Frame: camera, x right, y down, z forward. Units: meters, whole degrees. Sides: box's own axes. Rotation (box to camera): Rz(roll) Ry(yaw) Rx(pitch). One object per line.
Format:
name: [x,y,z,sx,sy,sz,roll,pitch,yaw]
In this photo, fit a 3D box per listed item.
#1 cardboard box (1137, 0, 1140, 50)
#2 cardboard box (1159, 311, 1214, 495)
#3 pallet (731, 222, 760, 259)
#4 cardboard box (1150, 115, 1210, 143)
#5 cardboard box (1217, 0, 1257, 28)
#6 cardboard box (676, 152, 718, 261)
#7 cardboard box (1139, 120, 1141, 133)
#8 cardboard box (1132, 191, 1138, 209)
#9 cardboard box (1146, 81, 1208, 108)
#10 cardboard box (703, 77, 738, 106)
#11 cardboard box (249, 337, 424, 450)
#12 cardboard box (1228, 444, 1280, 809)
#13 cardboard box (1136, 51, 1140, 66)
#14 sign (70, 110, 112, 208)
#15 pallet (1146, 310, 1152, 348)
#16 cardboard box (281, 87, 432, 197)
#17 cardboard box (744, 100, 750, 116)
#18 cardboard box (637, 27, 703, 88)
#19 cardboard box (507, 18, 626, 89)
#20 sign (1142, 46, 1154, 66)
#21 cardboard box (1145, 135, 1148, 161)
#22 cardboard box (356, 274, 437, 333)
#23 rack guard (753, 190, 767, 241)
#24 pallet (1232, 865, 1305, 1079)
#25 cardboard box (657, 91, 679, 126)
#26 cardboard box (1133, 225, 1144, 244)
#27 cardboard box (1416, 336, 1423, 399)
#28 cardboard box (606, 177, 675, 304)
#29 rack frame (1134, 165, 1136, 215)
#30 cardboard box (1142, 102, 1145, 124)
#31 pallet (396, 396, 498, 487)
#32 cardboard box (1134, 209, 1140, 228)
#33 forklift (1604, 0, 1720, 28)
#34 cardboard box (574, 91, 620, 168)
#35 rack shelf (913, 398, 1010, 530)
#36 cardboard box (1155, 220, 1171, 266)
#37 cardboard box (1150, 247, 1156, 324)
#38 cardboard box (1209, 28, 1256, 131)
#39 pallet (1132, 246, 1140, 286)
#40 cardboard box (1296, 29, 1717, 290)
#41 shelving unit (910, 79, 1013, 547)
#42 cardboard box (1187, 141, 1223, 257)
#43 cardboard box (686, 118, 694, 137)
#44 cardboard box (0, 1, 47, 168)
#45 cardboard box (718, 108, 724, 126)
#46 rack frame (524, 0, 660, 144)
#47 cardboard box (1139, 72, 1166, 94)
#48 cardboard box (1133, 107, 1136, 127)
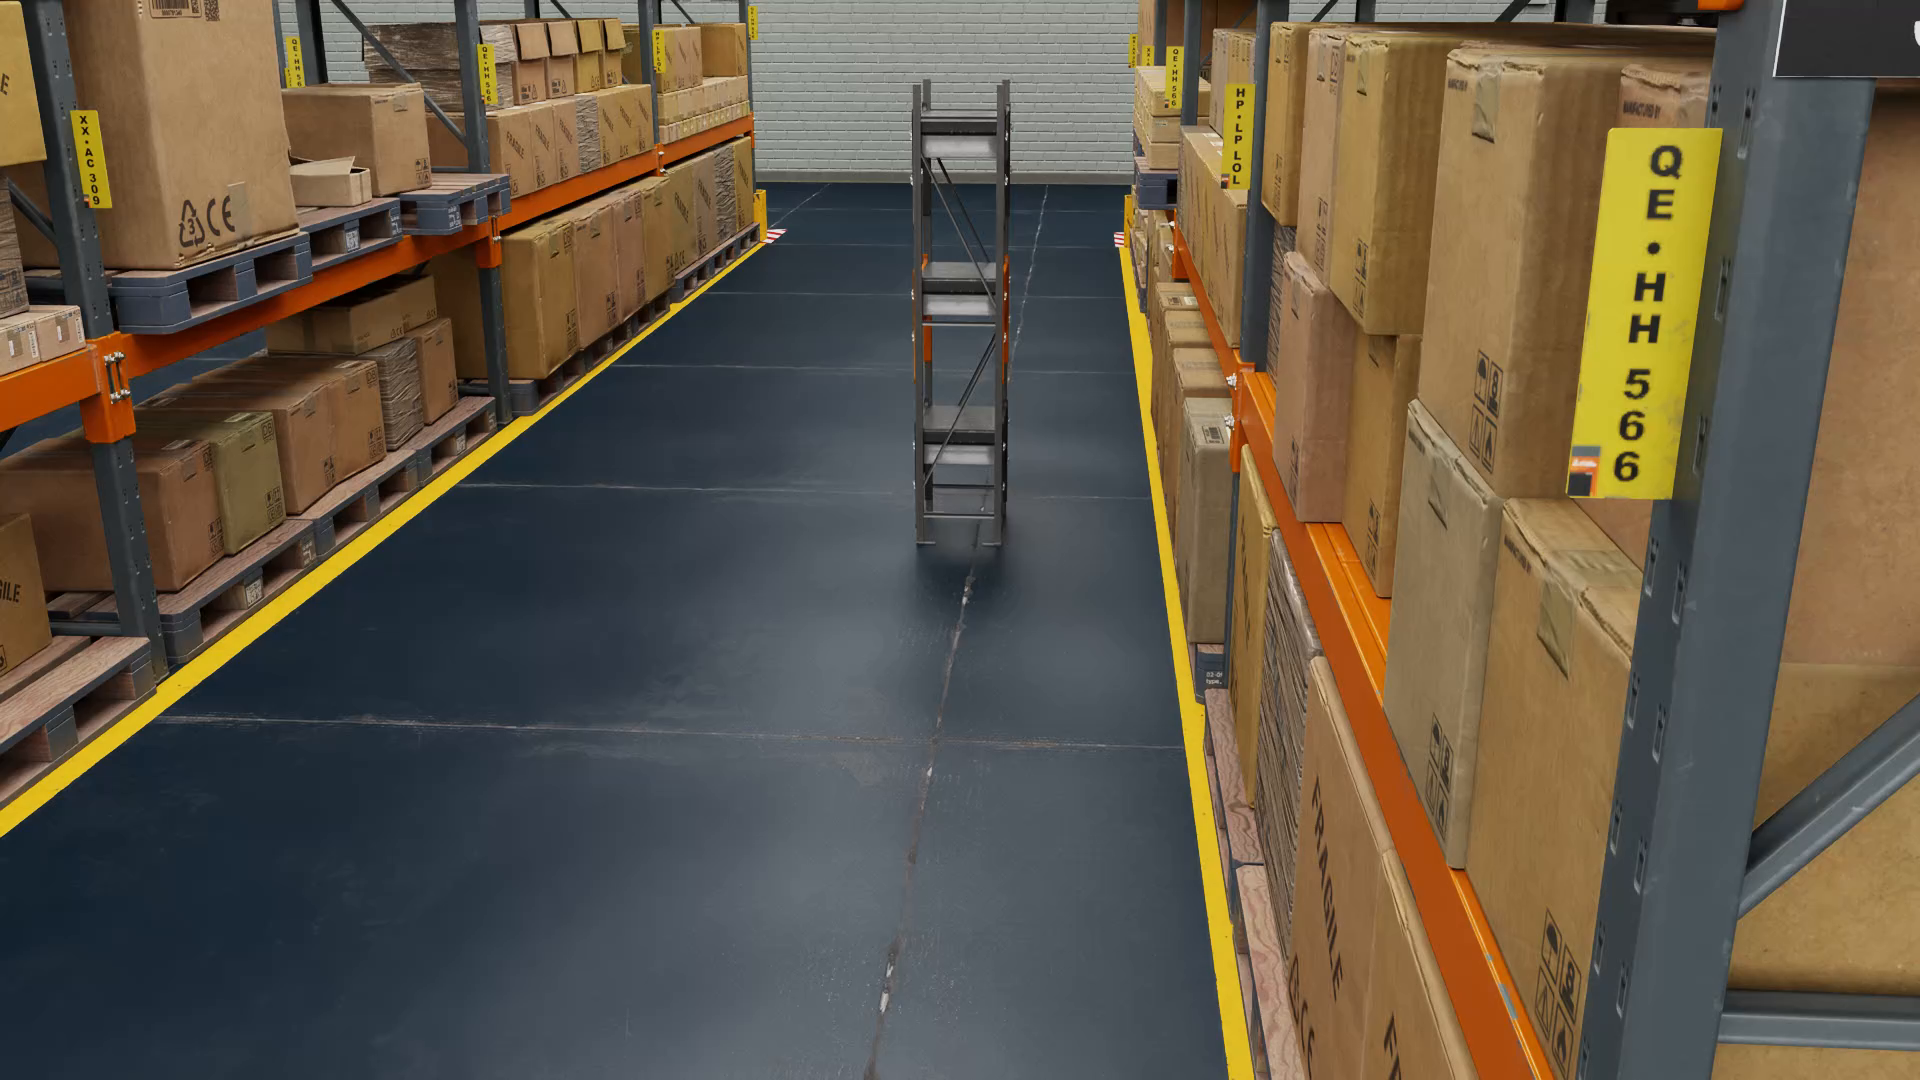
cardboard box: [1.990,-5.013,16.162,0.500,0.500,0.500,1,18,4]
cardboard box: [1.520,-0.670,8.089,1.050,0.750,0.750,2,18,5]
pallet: [-2.633,-3.050,16.891,1.003,0.211,1.213,1,18,4]
cardboard box: [1.294,-2.383,9.631,0.380,0.149,0.250,2,18,5]
cardboard box: [2.275,-4.039,13.189,0.500,0.500,0.500,2,18,5]
cardboard box: [-2.749,-3.055,15.168,0.875,0.875,0.875,1,18,4]
cardboard box: [1.425,-2.803,11.389,0.380,0.149,0.250,1,18,3]
cardboard box: [1.865,-3.291,16.099,0.380,0.149,0.250,1,18,4]
cardboard box: [1.345,-2.766,10.320,0.380,0.149,0.250,2,18,6]
cardboard box: [-2.460,-4.381,16.239,0.500,0.250,0.500,1,18,3]
cardboard box: [-3.282,-0.780,8.795,0.700,0.500,0.500,0,18,-1]
cardboard box: [1.311,0.248,5.087,0.875,0.875,0.875,2,18,5]
cardboard box: [1.979,-4.538,16.318,0.500,0.500,0.500,2,18,7]
sign: [-2.972,-1.300,5.682,0.100,0.325,0.005,1,18,4]
pallet: [1.945,-1.674,12.691,1.003,0.211,1.213,1,18,4]
cardboard box: [-3.166,-2.043,8.506,0.700,0.500,0.500,4,19,12]
cardboard box: [-2.350,-4.388,16.899,0.380,0.149,0.250,2,18,5]
cardboard box: [-2.575,-4.267,14.685,0.500,0.500,0.500,1,18,2]
cardboard box: [-2.978,-3.708,12.651,0.797,0.503,0.637,1,18,2]
sign: [1.458,-3.662,12.890,0.100,0.325,0.005,1,18,4]
cardboard box: [1.328,-2.399,10.156,0.380,0.149,0.250,2,18,5]
cardboard box: [-3.245,-1.309,9.204,0.500,0.250,0.500,2,18,6]
rack guard: [-2.652,-3.445,17.632,1.175,0.500,0.348,1,18,4]
pallet: [1.209,1.184,3.972,1.003,0.211,1.213,1,18,4]
cardboard box: [-2.645,-3.593,13.833,0.500,0.250,0.500,1,18,3]
cardboard box: [1.854,-2.935,15.966,0.380,0.149,0.250,2,18,5]
cardboard box: [1.304,-0.043,2.998,0.875,0.550,0.550,1,18,4]
cardboard box: [-2.966,-2.373,13.086,1.225,0.875,0.875,1,18,4]
rack frame: [2.287,-4.483,16.787,1.000,3.000,0.127,1,18,4]
cardboard box: [1.385,-2.784,10.853,0.380,0.149,0.250,2,18,5]
pallet: [-3.284,-0.572,9.331,1.003,0.211,1.213,1,18,4]
cardboard box: [1.861,-3.073,15.910,0.380,0.149,0.250,2,18,6]
forklift: [3.957,-1.810,8.738,1.130,2.935,3.031,0,18,0]
cardboard box: [-2.774,-2.963,11.987,0.500,0.500,0.500,1,18,3]
rack shelf: [0.012,-0.371,7.975,0.431,0.518,0.480,1,18,4]
cardboard box: [1.607,-2.061,11.532,0.500,0.250,0.500,2,18,6]
cardboard box: [1.646,-1.864,12.135,0.500,0.500,0.500,2,18,6]
cardboard box: [1.671,-2.382,8.608,0.700,0.500,0.500,1,18,4]
pallet: [2.097,-2.505,15.228,1.003,0.211,1.213,1,18,4]
cardboard box: [1.266,-0.888,3.842,0.875,0.550,0.550,1,18,4]
shelving unit: [0.012,-1.049,7.753,0.431,2.100,0.503,1,18,4]
cardboard box: [1.341,-1.598,7.821,0.500,0.500,0.500,1,18,4]
cardboard box: [-2.533,-3.593,14.474,0.380,0.149,0.250,1,18,2]
cardboard box: [-3.271,-1.416,5.183,0.500,0.500,0.500,1,18,4]
cardboard box: [-2.440,-3.990,15.685,0.380,0.149,0.250,1,18,4]
rack frame: [-2.940,-3.383,13.429,1.000,3.000,0.127,1,18,4]
cardboard box: [1.440,-3.168,11.548,0.380,0.149,0.250,1,18,3]
cardboard box: [1.513,-3.209,12.627,0.380,0.149,0.250,0,18,1]
